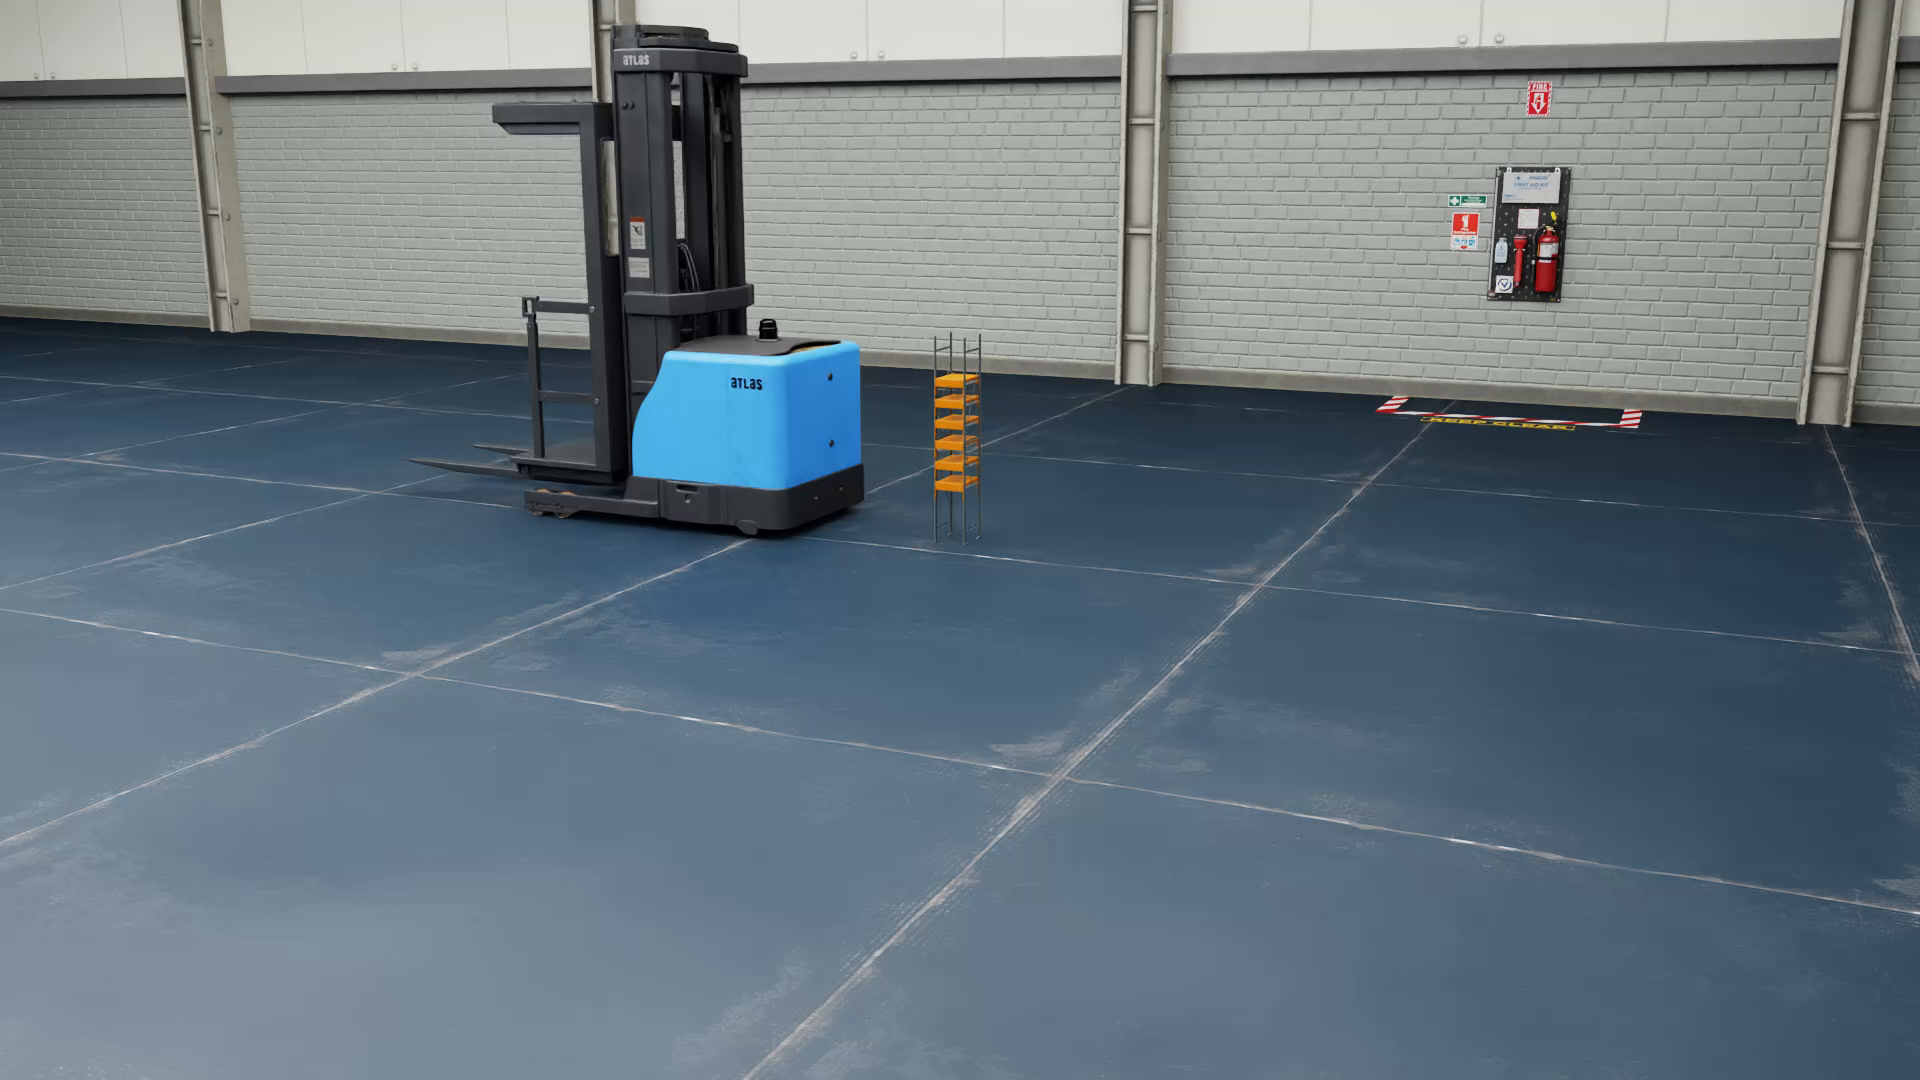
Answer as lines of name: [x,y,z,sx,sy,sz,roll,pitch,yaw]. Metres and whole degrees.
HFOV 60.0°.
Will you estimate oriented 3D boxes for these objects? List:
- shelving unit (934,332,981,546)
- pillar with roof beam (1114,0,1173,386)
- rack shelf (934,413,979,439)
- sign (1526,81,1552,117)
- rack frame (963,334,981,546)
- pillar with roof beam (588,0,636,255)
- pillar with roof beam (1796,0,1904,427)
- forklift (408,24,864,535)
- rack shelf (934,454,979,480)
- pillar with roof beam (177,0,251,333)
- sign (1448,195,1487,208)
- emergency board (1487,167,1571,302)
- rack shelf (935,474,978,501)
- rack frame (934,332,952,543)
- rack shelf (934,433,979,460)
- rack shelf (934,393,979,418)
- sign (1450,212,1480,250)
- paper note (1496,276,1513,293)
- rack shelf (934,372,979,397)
shelving unit: [-0.013,-0.585,9.623,0.189,1.200,0.258,6,14,23]
pillar with roof beam: [0.009,-5.021,11.453,0.400,9.000,9.100,6,14,23]
rack shelf: [-0.013,-0.659,9.606,0.180,0.103,0.258,6,14,23]
sign: [5.027,-3.831,14.440,0.199,0.298,0.001,6,14,23]
rack frame: [0.070,-0.577,9.587,0.006,1.200,0.240,6,14,23]
pillar with roof beam: [-5.477,-5.576,13.819,0.400,9.000,9.100,6,14,23]
pillar with roof beam: [5.495,-4.466,9.087,0.400,9.000,9.100,6,14,23]
forklift: [-2.163,-1.663,10.426,3.031,2.935,1.130,6,15,25]
rack shelf: [-0.013,-0.425,9.661,0.180,0.103,0.258,6,14,23]
pillar with roof beam: [-10.963,-6.131,16.185,0.400,9.000,9.100,6,14,23]
sign: [4.531,-3.026,14.848,0.331,0.109,0.001,6,14,23]
emergency board: [4.994,-2.681,14.613,0.643,1.169,0.194,6,14,23]
rack shelf: [-0.013,-0.309,9.688,0.180,0.103,0.258,6,14,23]
rack frame: [-0.097,-0.594,9.660,0.006,1.200,0.240,6,14,23]
rack shelf: [-0.013,-0.542,9.634,0.180,0.103,0.258,6,14,23]
rack shelf: [-0.013,-0.776,9.579,0.180,0.103,0.258,6,14,23]
sign: [4.531,-2.771,14.919,0.234,0.329,0.001,6,14,23]
paper note: [4.861,-2.283,14.845,0.142,0.148,0.016,6,14,23]
rack shelf: [-0.013,-0.893,9.551,0.180,0.103,0.258,6,14,23]
